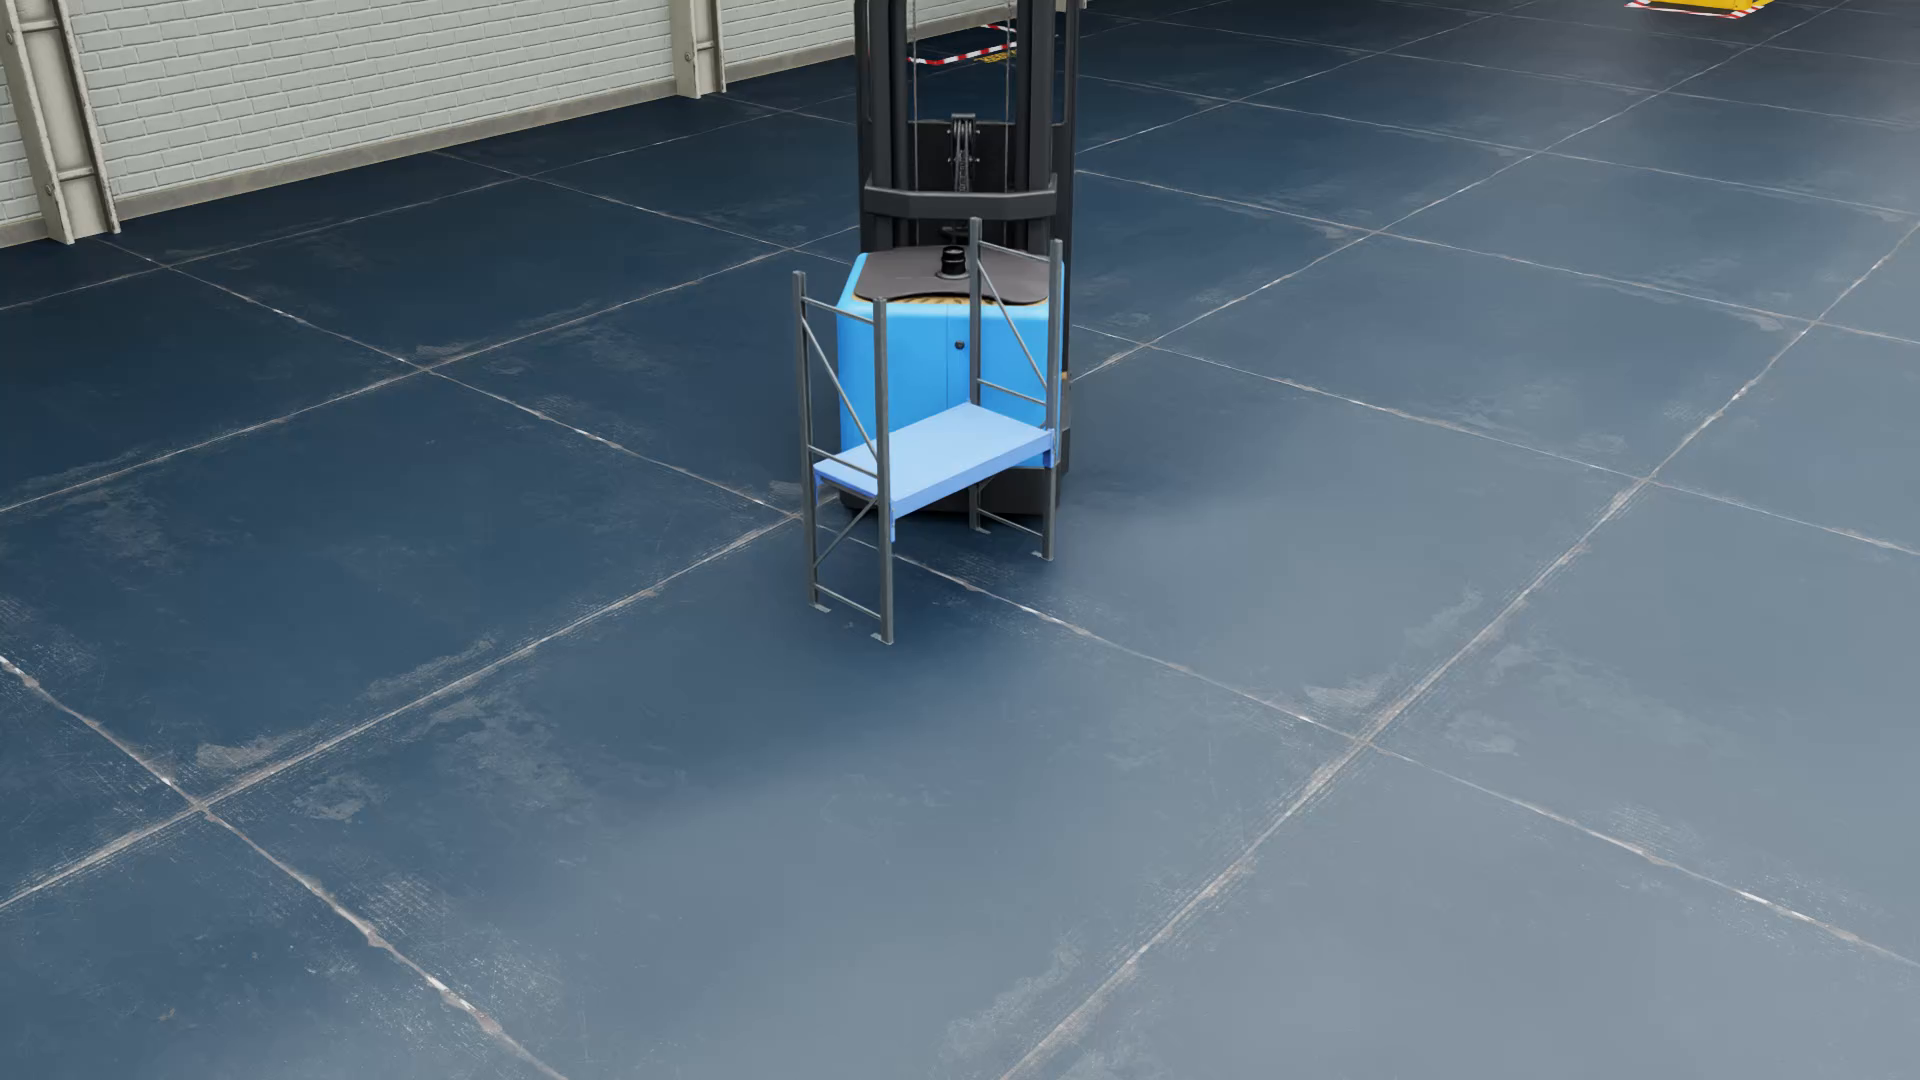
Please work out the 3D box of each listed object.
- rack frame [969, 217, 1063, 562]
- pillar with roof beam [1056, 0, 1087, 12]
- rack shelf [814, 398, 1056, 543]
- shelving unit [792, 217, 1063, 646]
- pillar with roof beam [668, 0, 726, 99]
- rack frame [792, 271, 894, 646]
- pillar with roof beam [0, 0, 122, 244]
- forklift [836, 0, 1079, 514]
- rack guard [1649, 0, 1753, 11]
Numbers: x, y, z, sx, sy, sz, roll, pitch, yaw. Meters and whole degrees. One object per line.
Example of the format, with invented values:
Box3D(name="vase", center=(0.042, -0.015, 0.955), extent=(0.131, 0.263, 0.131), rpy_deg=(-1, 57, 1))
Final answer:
Box3D(name="rack frame", center=(0.234, -0.648, 7.369), extent=(0.500, 1.500, 0.032), rpy_deg=(24, 36, 38))
Box3D(name="pillar with roof beam", center=(4.623, -9.206, 15.751), extent=(9.100, 9.000, 0.400), rpy_deg=(21, 34, 34))
Box3D(name="rack shelf", center=(-0.116, -0.318, 7.125), extent=(0.538, 0.185, 1.000), rpy_deg=(24, 36, 38))
Box3D(name="shelving unit", center=(-0.116, -0.478, 7.042), extent=(0.538, 1.500, 1.048), rpy_deg=(24, 36, 38))
Box3D(name="pillar with roof beam", center=(0.807, -7.078, 11.639), extent=(9.100, 9.000, 0.400), rpy_deg=(21, 34, 34))
Box3D(name="rack frame", center=(-0.466, -0.309, 6.715), extent=(0.500, 1.500, 0.032), rpy_deg=(24, 36, 38))
Box3D(name="pillar with roof beam", center=(-3.009, -4.951, 7.527), extent=(9.100, 9.000, 0.400), rpy_deg=(21, 34, 34))
Box3D(name="forklift", center=(0.050, -2.066, 8.554), extent=(1.130, 2.935, 3.031), rpy_deg=(2, 27, 4))
Box3D(name="rack guard", center=(9.150, -6.860, 20.467), extent=(1.175, 0.500, 0.348), rpy_deg=(21, 34, 34))
